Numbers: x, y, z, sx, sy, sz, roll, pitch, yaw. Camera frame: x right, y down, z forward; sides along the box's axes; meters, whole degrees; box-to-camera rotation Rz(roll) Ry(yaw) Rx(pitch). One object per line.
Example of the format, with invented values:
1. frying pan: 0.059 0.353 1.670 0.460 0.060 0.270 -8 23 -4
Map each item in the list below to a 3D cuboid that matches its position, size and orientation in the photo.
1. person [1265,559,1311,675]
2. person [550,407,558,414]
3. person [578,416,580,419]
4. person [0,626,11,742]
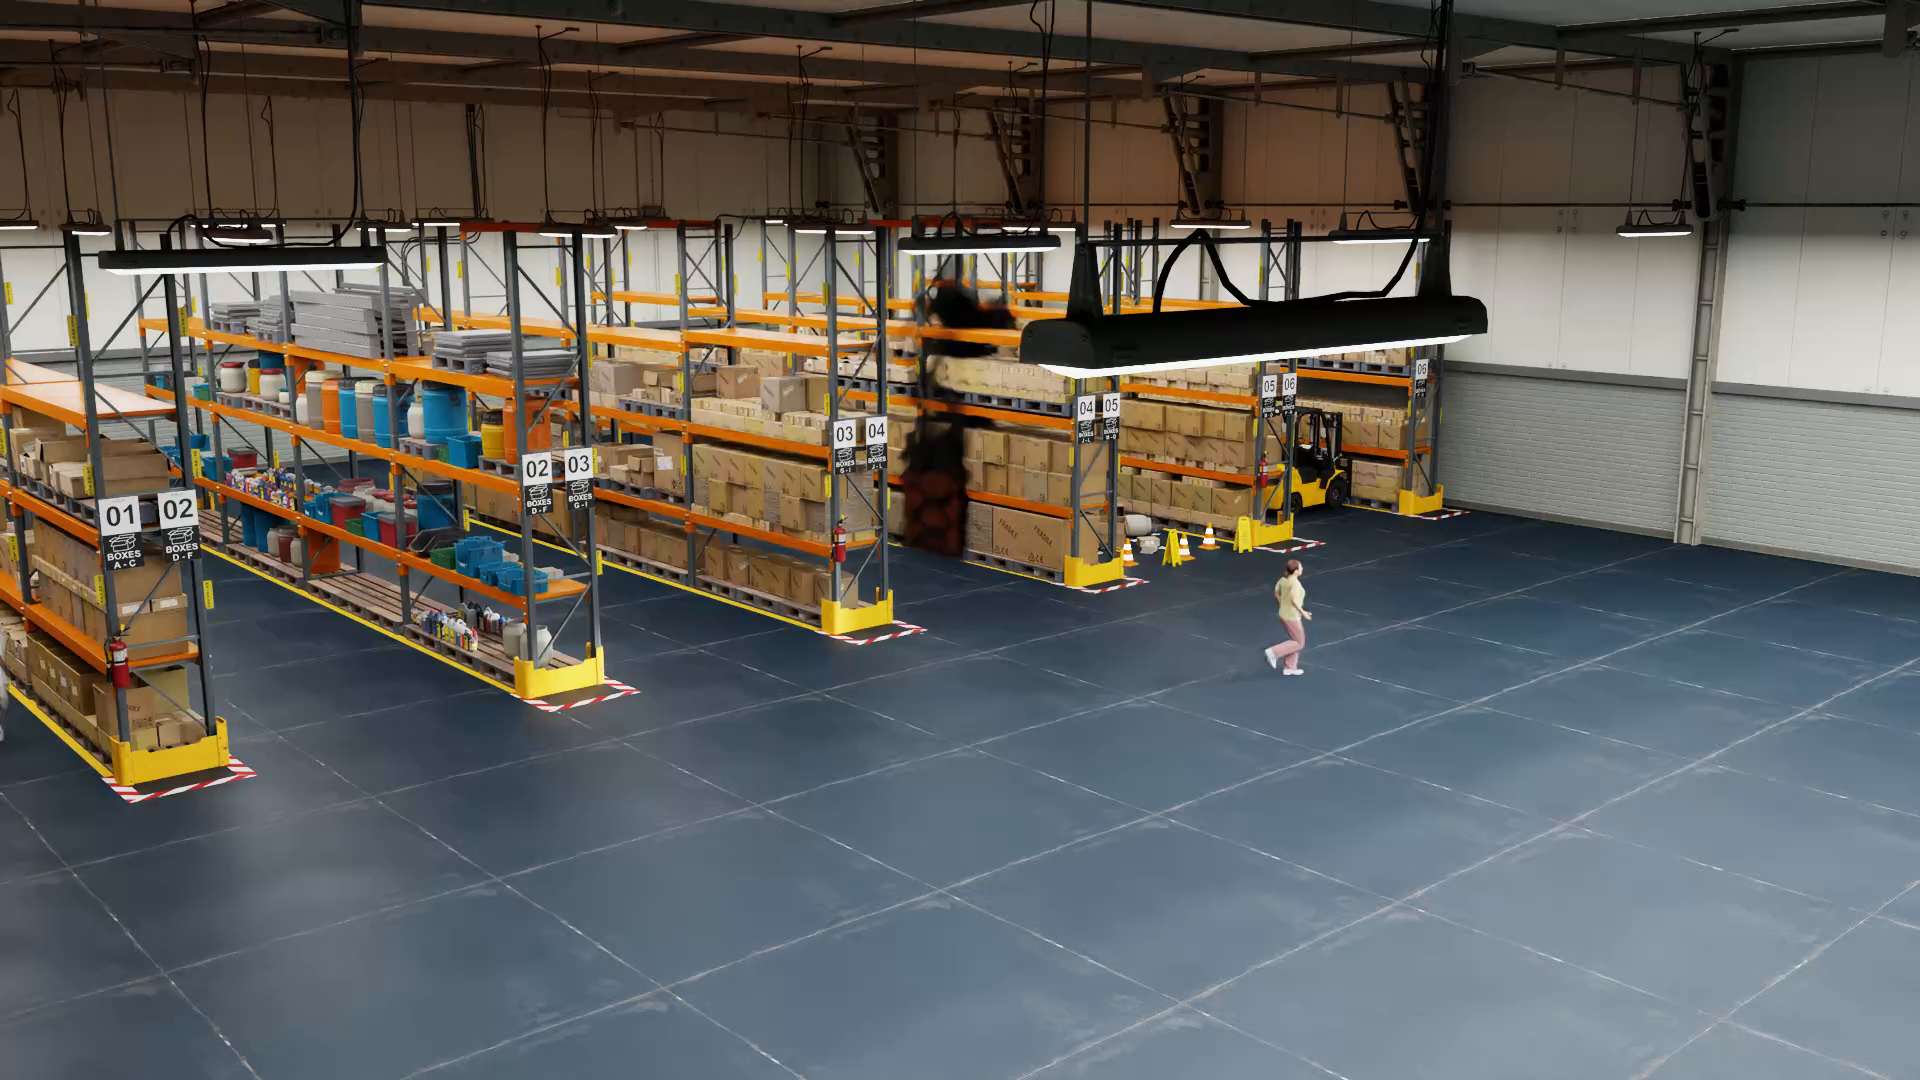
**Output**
1. person: 4.404 1.057 22.572 0.622 1.621 0.569 -3 12 -16
2. person: -9.420 -2.241 38.581 0.723 1.728 0.649 -2 12 -8
3. person: -8.583 -2.021 37.704 0.629 1.655 0.776 -8 14 -35
4. person: -11.515 1.579 19.614 0.690 1.751 0.687 11 16 43
